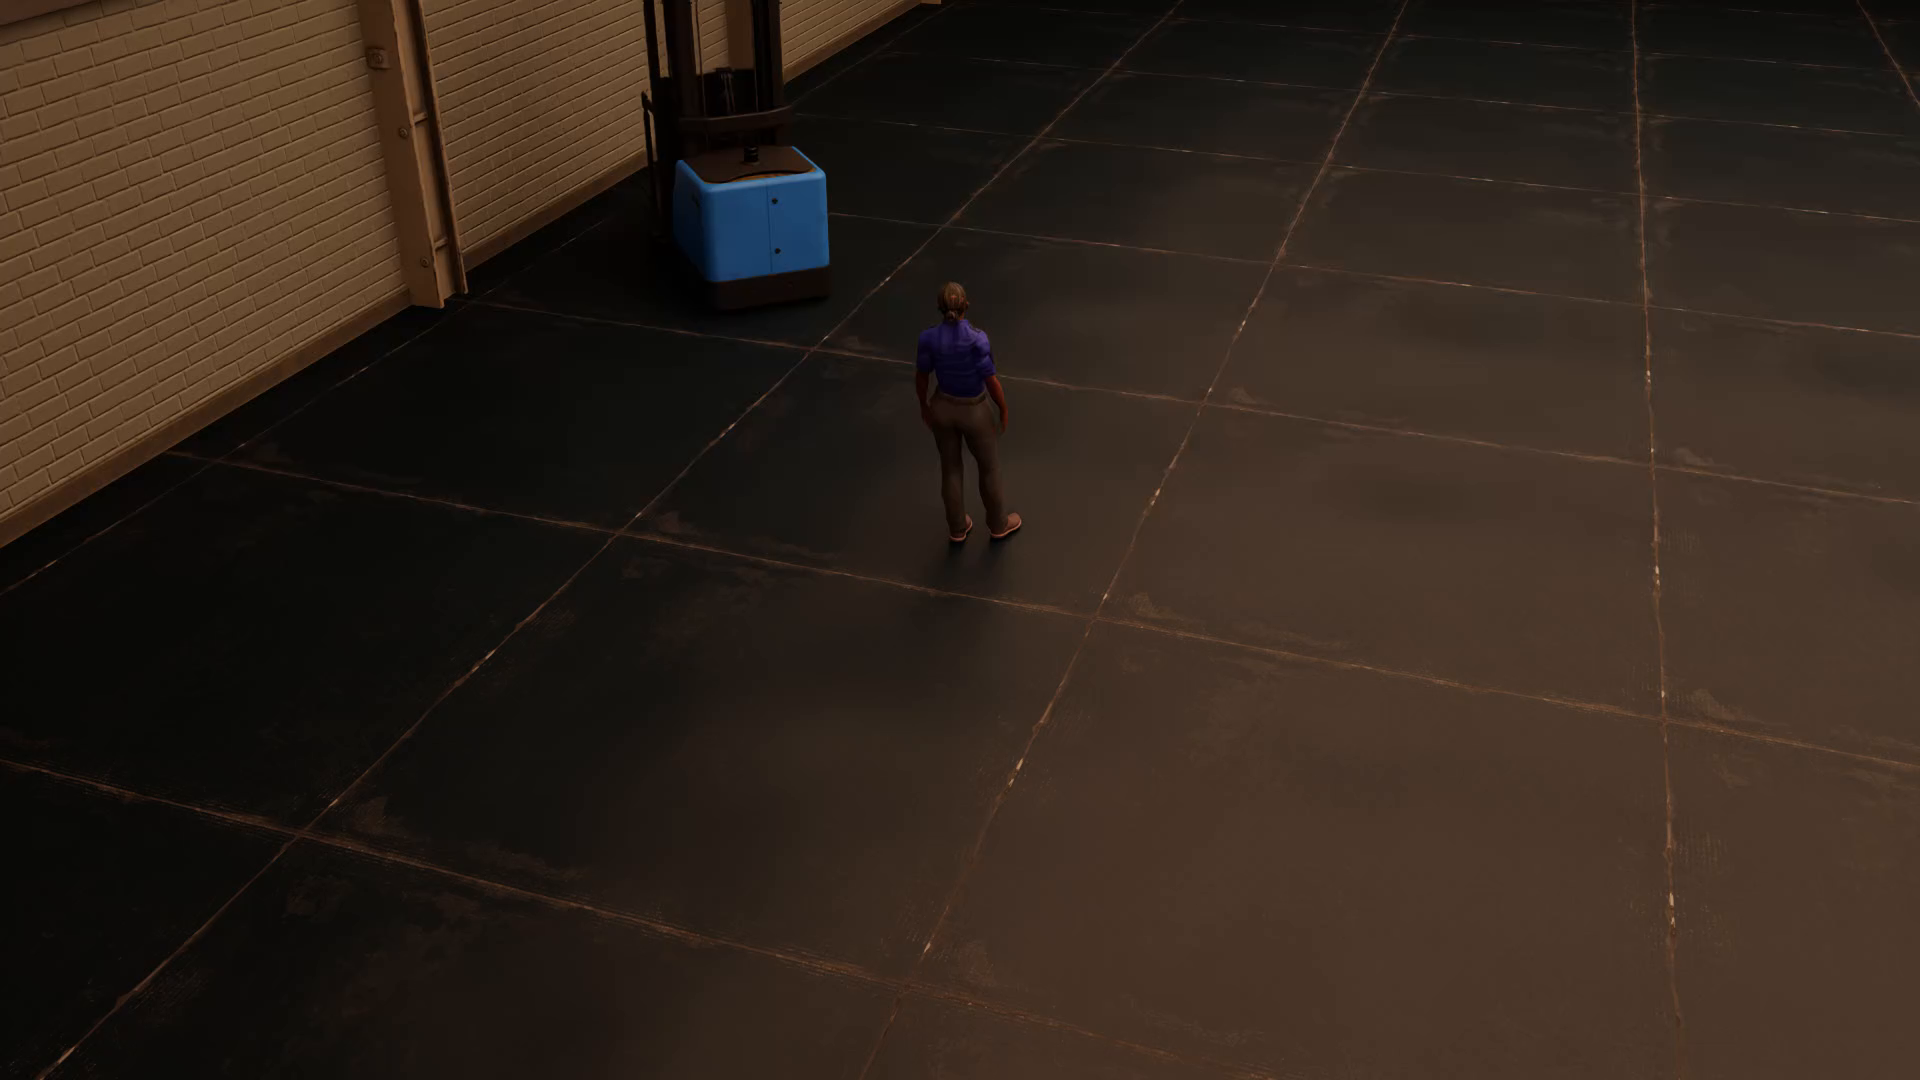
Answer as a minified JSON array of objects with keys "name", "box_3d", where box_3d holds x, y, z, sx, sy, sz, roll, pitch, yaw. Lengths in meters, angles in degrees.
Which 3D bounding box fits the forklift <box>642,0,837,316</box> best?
[{"name":"forklift","box_3d":[-2.037,-3.745,13.705,1.130,2.935,3.031,-12,32,-20]}]

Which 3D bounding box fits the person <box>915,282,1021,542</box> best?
[{"name":"person","box_3d":[0.047,-0.763,9.750,0.570,1.655,0.503,10,31,16]}]
